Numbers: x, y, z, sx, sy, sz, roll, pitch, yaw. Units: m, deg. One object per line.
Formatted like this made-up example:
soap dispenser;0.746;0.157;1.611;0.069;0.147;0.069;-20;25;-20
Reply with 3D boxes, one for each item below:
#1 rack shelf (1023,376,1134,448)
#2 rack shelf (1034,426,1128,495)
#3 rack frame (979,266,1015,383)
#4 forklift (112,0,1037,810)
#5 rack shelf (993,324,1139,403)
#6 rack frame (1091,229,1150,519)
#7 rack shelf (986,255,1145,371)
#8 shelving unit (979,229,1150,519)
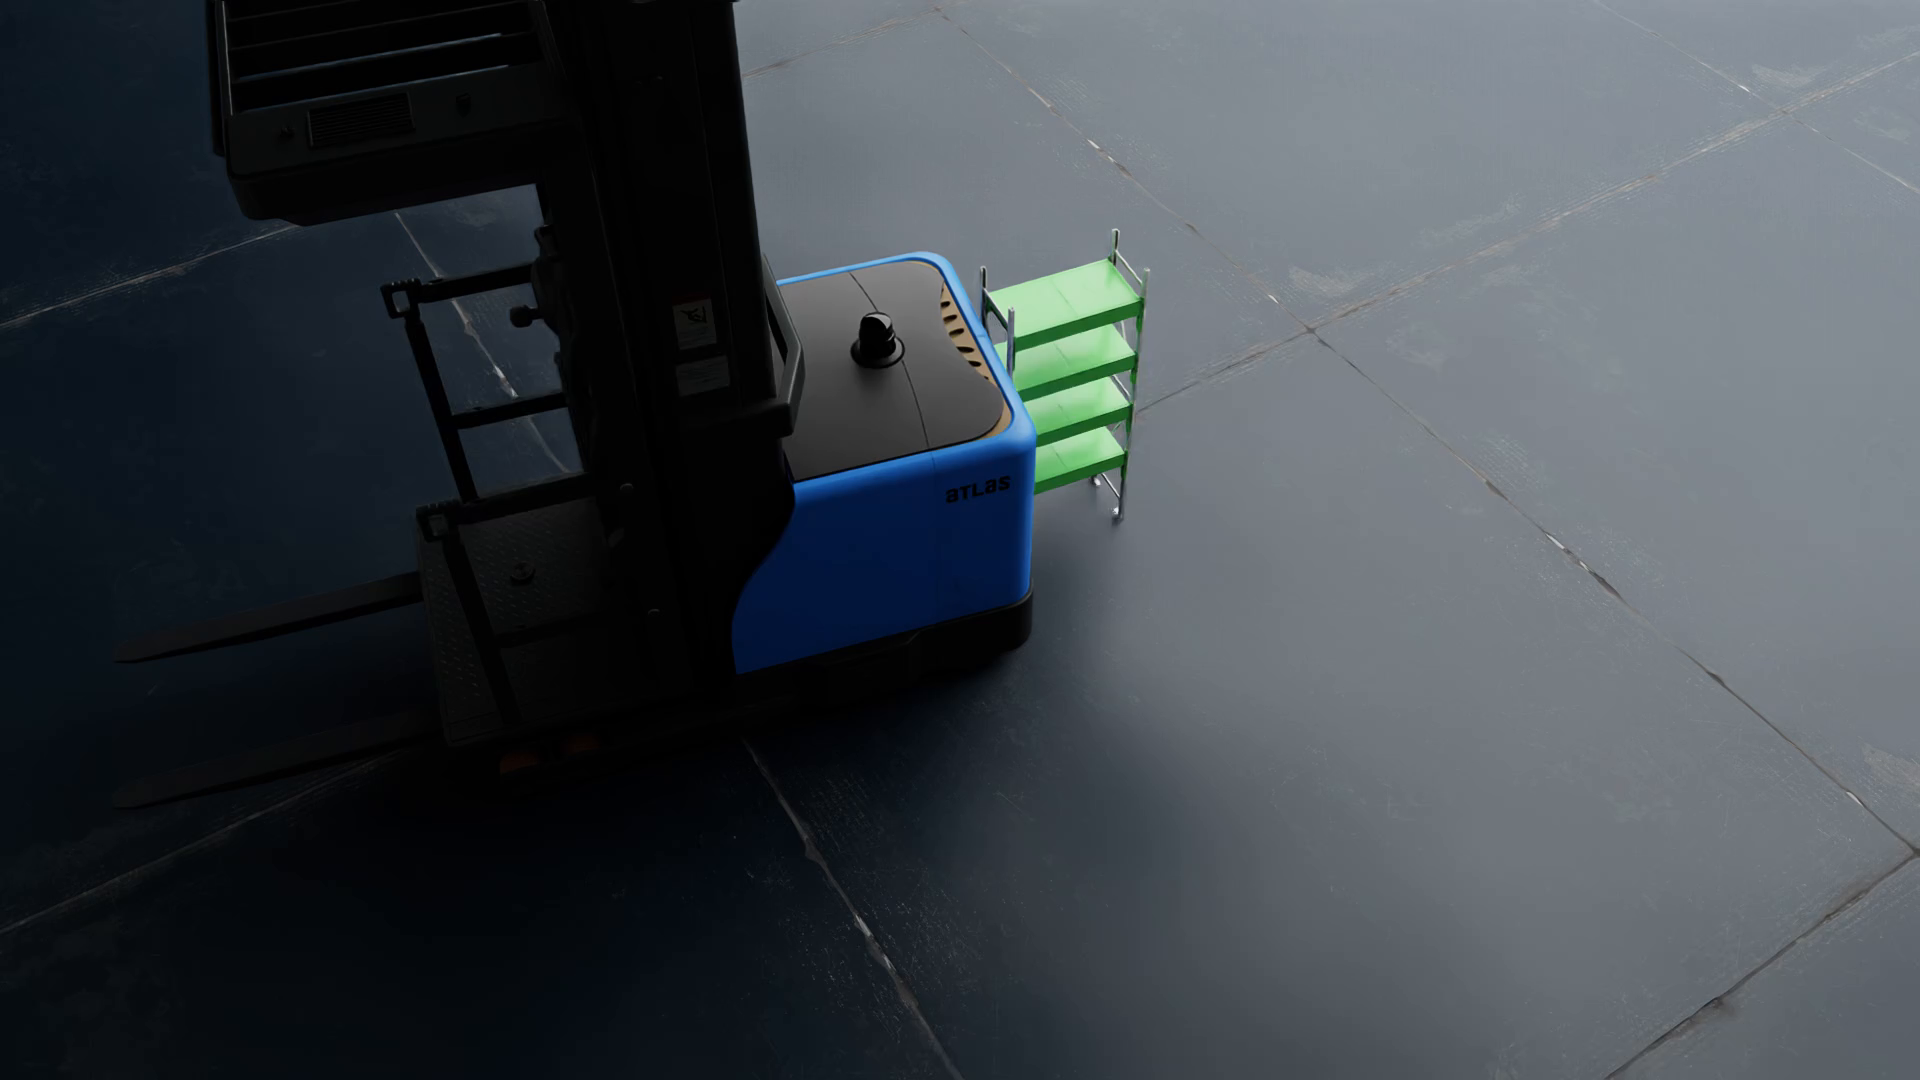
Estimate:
rack shelf;0.343;-0.445;5.929;0.480;0.148;0.258;-18;51;-16
rack shelf;0.343;-0.286;6.108;0.480;0.148;0.258;-18;51;-16
rack frame;0.120;-0.414;5.815;0.015;1.200;0.240;-18;51;-16
forklift;-1.322;-0.580;4.804;3.031;2.935;1.130;-14;50;-12
rack shelf;0.343;-0.605;5.749;0.480;0.148;0.258;-18;51;-16
rack frame;0.566;-0.562;5.947;0.015;1.200;0.240;-18;51;-16
rack shelf;0.343;-0.764;5.570;0.480;0.148;0.258;-18;51;-16
shelving unit;0.343;-0.488;5.881;0.503;1.200;0.258;-18;51;-16
